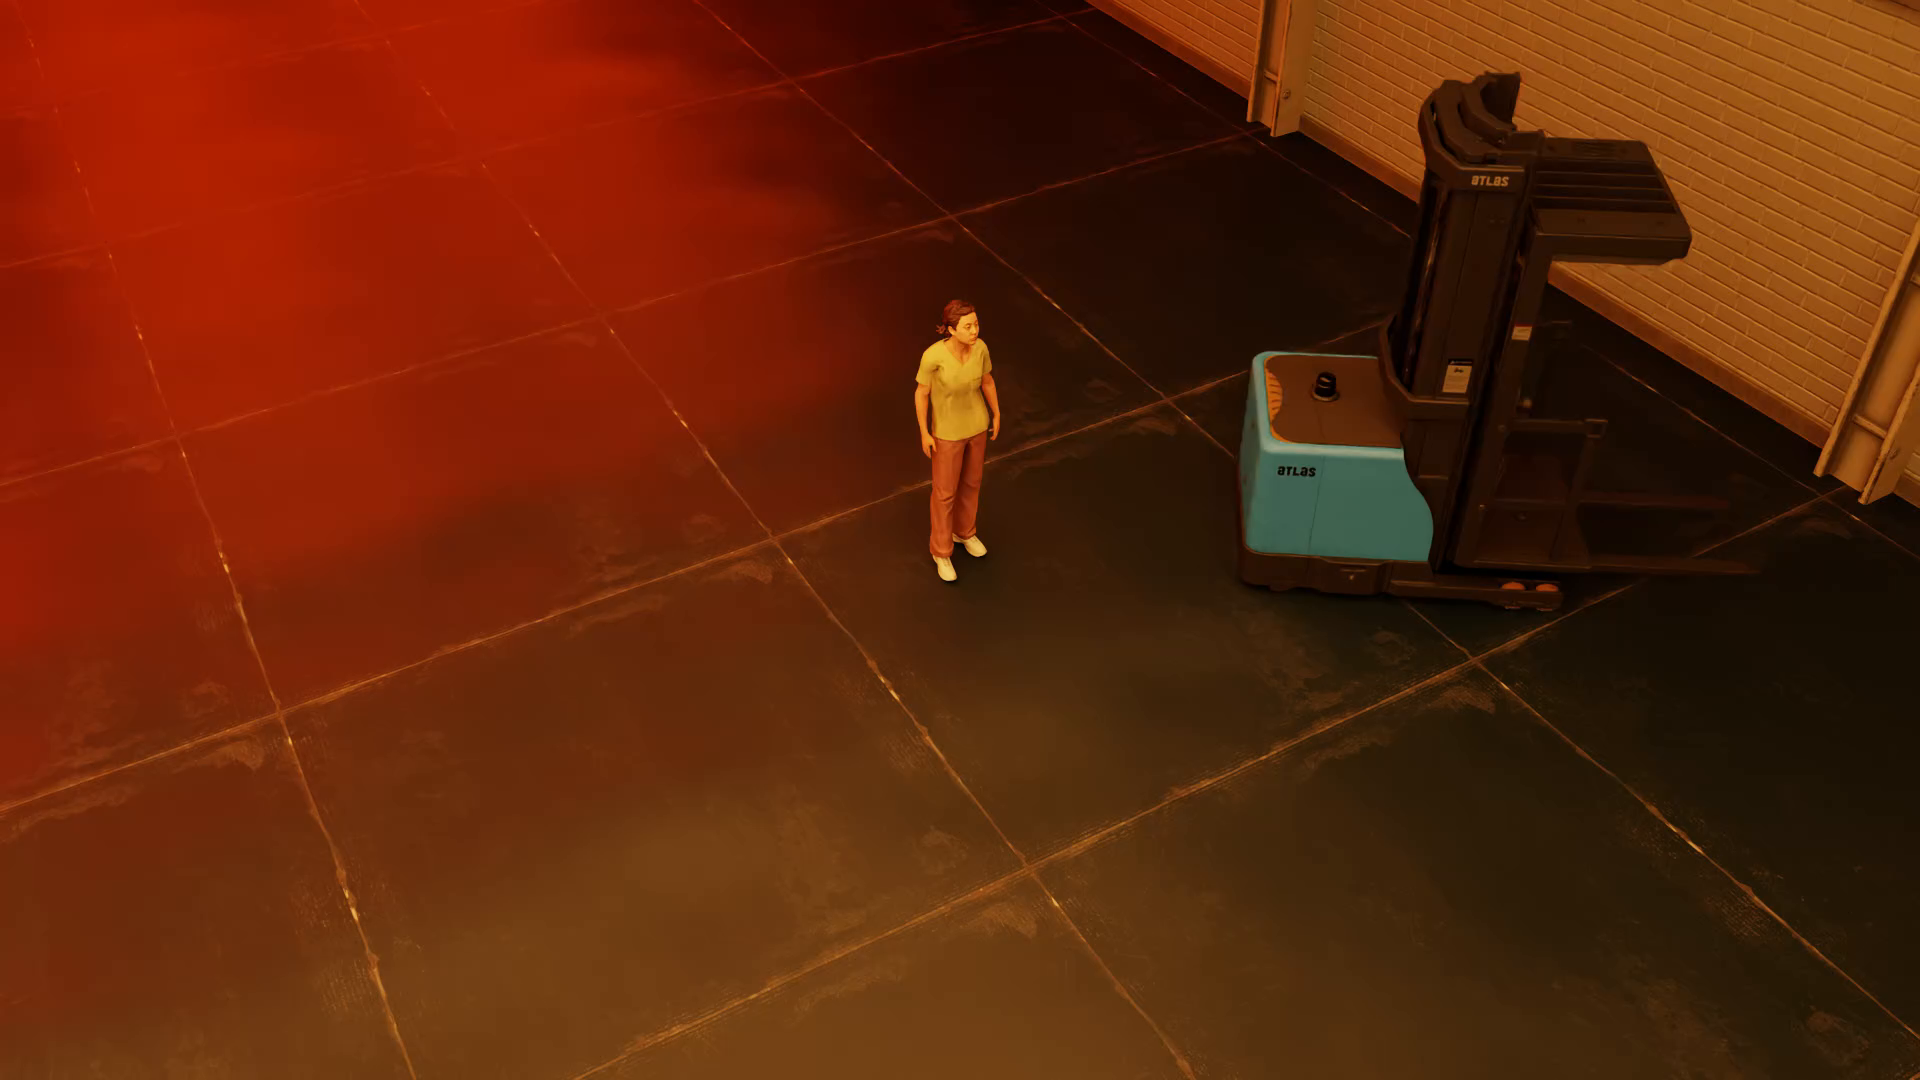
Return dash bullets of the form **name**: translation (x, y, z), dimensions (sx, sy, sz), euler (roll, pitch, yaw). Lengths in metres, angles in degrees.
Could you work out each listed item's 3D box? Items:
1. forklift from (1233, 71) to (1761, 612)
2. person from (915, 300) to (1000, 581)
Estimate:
- **forklift**: translation (3.218, -1.062, 9.316), dimensions (3.031, 2.935, 1.130), euler (3, 40, 4)
- **person**: translation (0.027, -0.606, 9.738), dimensions (0.553, 1.673, 0.548), euler (-20, 44, -23)
